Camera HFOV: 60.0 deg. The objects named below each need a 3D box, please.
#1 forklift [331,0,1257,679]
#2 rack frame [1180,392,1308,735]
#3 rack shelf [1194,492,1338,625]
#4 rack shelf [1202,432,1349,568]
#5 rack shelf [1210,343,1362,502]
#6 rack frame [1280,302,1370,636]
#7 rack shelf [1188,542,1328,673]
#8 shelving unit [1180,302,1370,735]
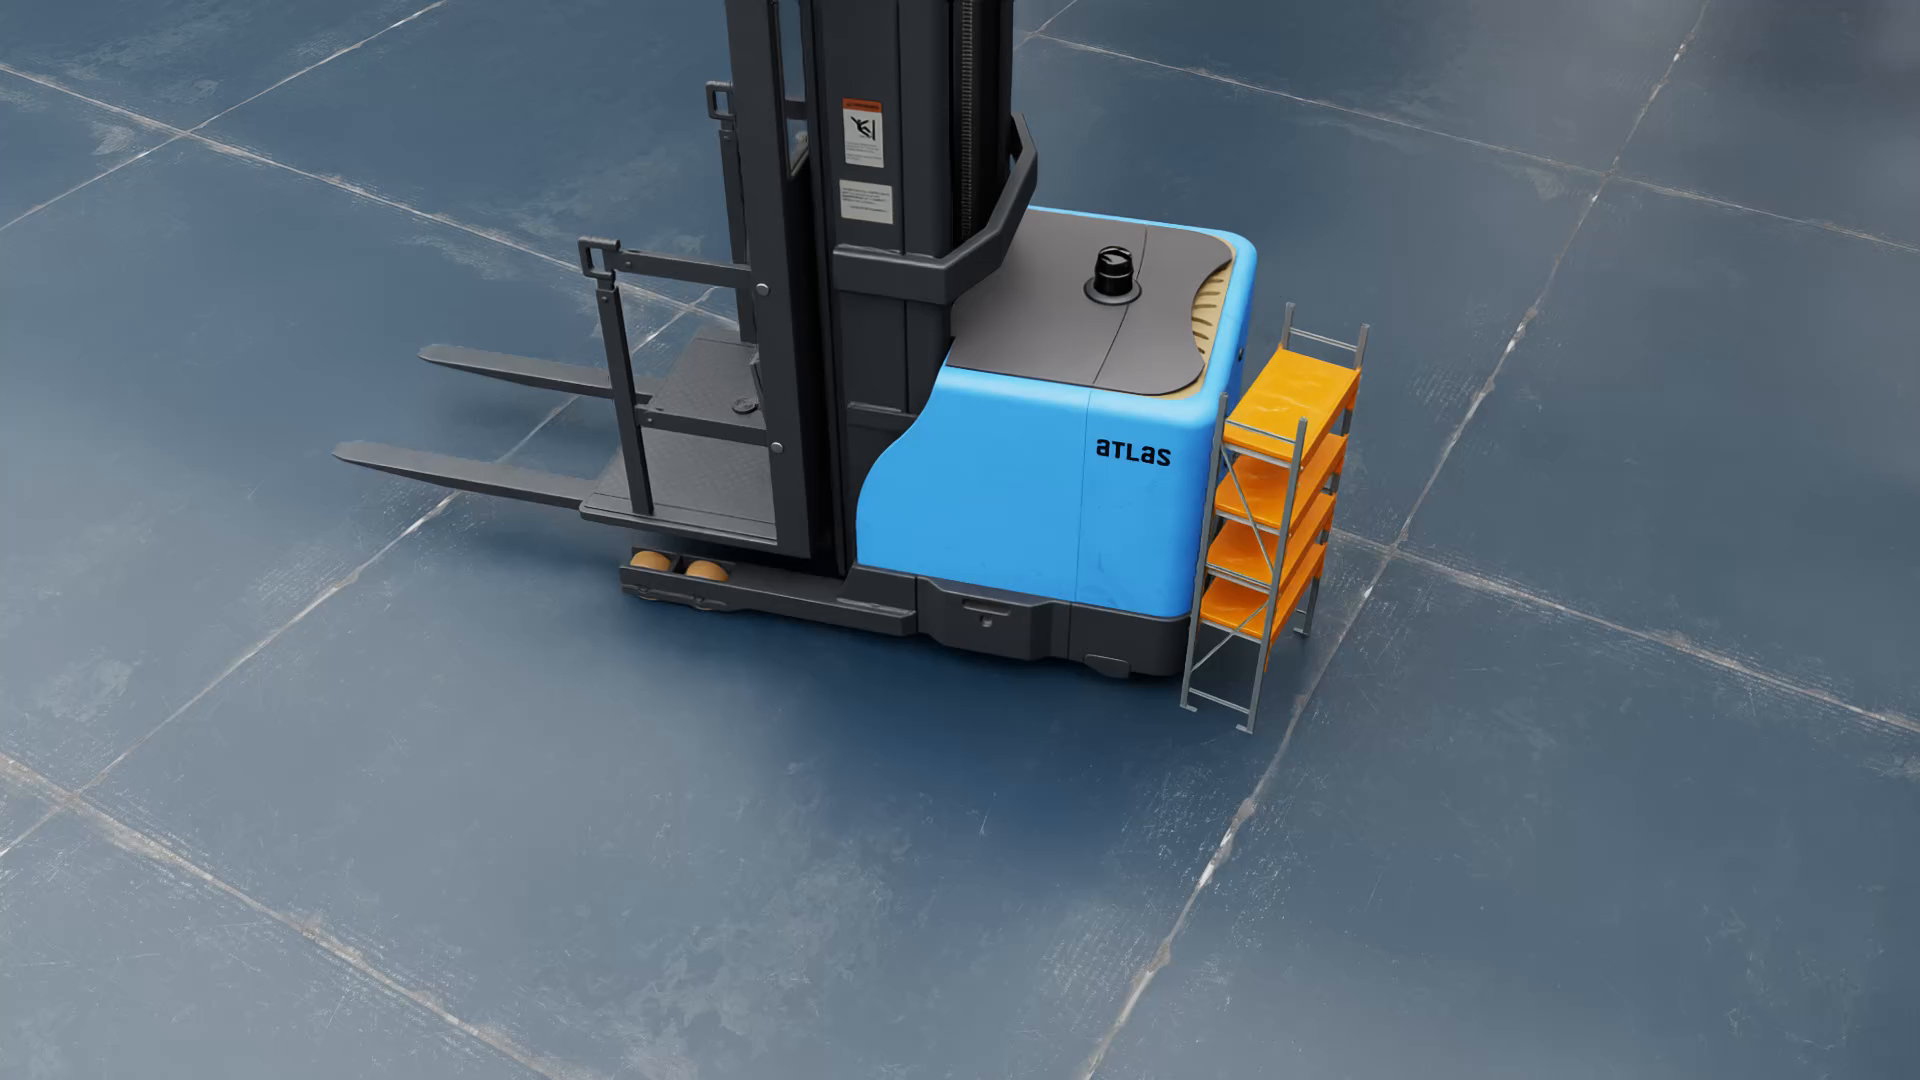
[{"bbox_3d":[-0.629,-1.194,4.888,3.031,2.935,1.130,10,42,11],"label":"forklift"},{"bbox_3d":[0.791,0.102,4.726,0.240,1.200,0.015,20,45,21],"label":"rack frame"},{"bbox_3d":[0.910,0.012,4.931,0.258,0.148,0.480,20,45,21],"label":"rack shelf"},{"bbox_3d":[0.910,-0.156,4.783,0.258,0.148,0.480,20,45,21],"label":"rack shelf"},{"bbox_3d":[0.910,-0.334,4.626,0.258,0.148,0.480,20,45,21],"label":"rack shelf"},{"bbox_3d":[1.029,-0.179,5.046,0.240,1.200,0.015,20,45,21],"label":"rack frame"},{"bbox_3d":[0.910,0.161,5.062,0.258,0.148,0.480,20,45,21],"label":"rack shelf"},{"bbox_3d":[0.910,-0.039,4.886,0.258,1.200,0.503,20,45,21],"label":"shelving unit"}]
